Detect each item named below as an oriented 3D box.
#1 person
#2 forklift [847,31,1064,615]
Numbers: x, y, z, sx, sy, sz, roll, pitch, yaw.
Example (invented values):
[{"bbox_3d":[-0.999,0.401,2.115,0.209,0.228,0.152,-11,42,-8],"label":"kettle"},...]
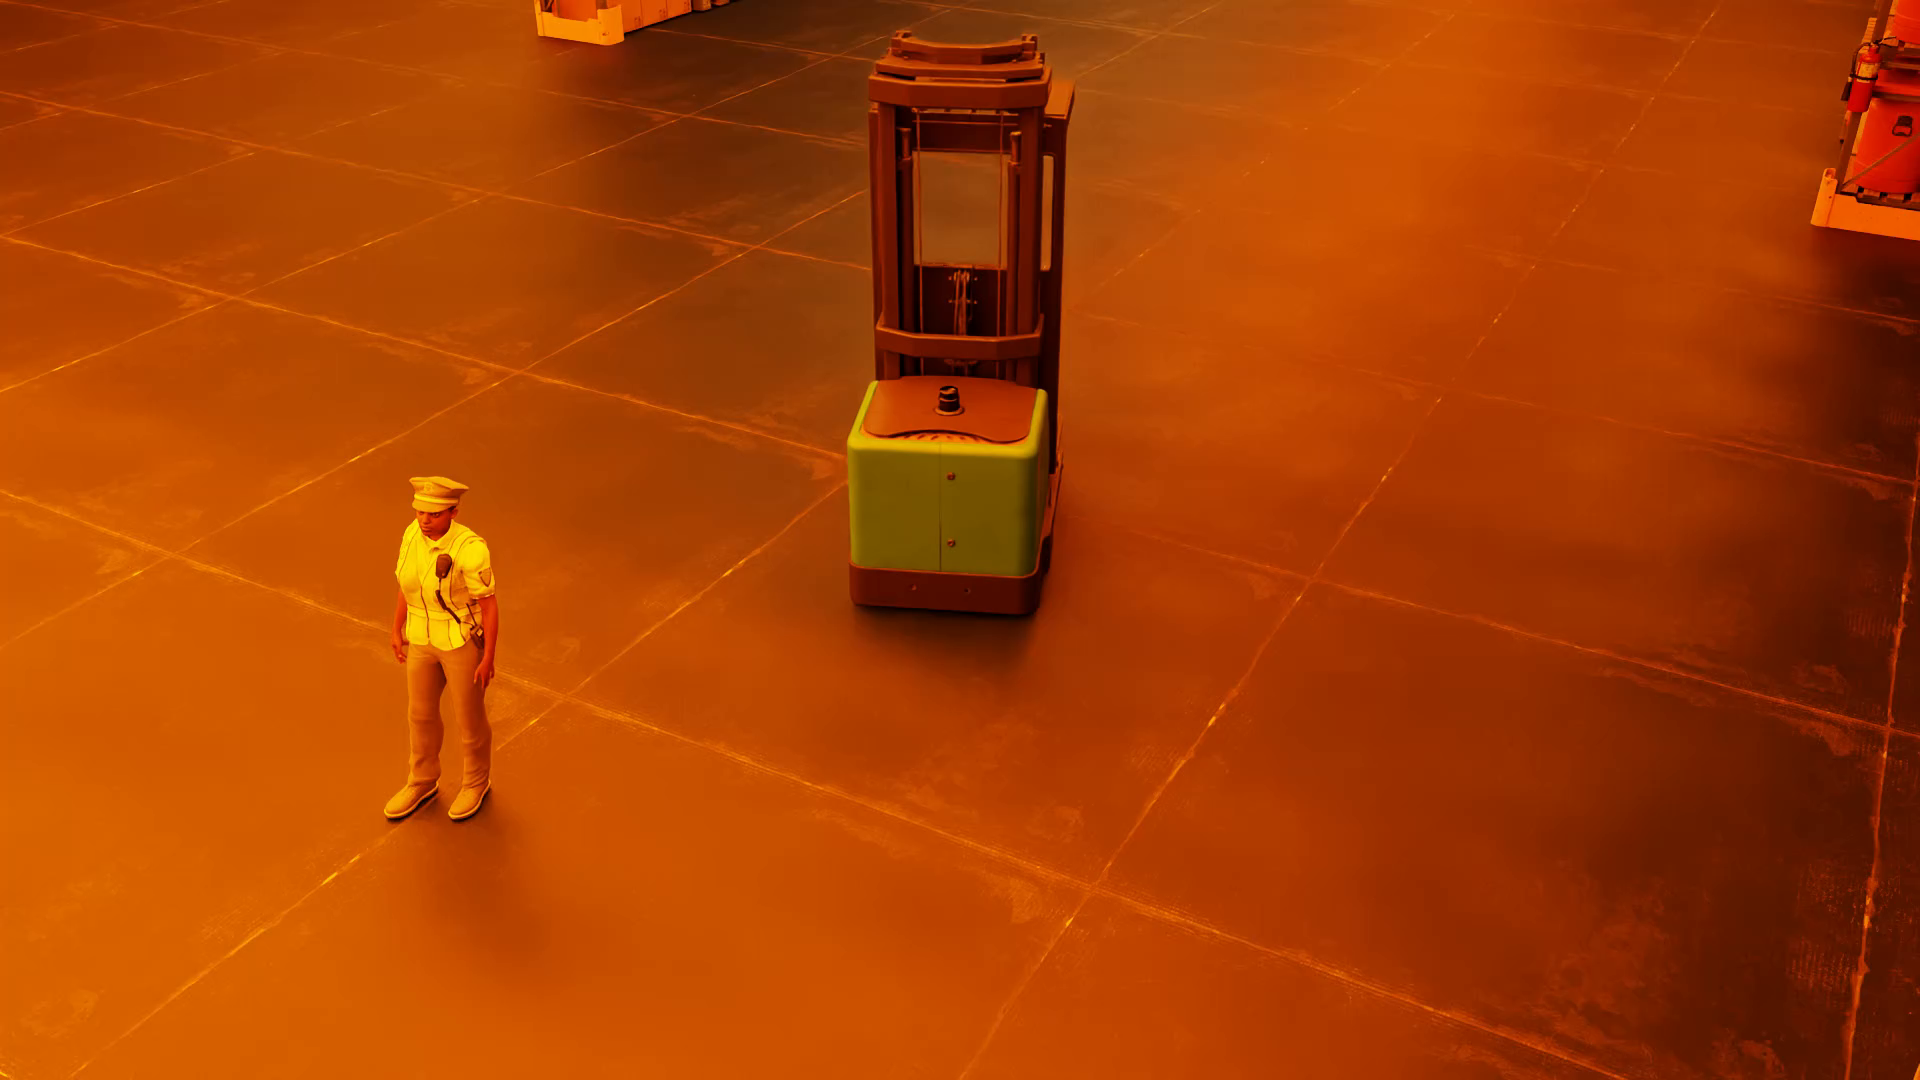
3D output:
[{"bbox_3d":[-2.311,0.432,7.479,0.511,1.631,0.393,12,32,19],"label":"person"},{"bbox_3d":[0.072,-1.572,9.794,1.130,2.935,3.031,3,30,6],"label":"forklift"}]
